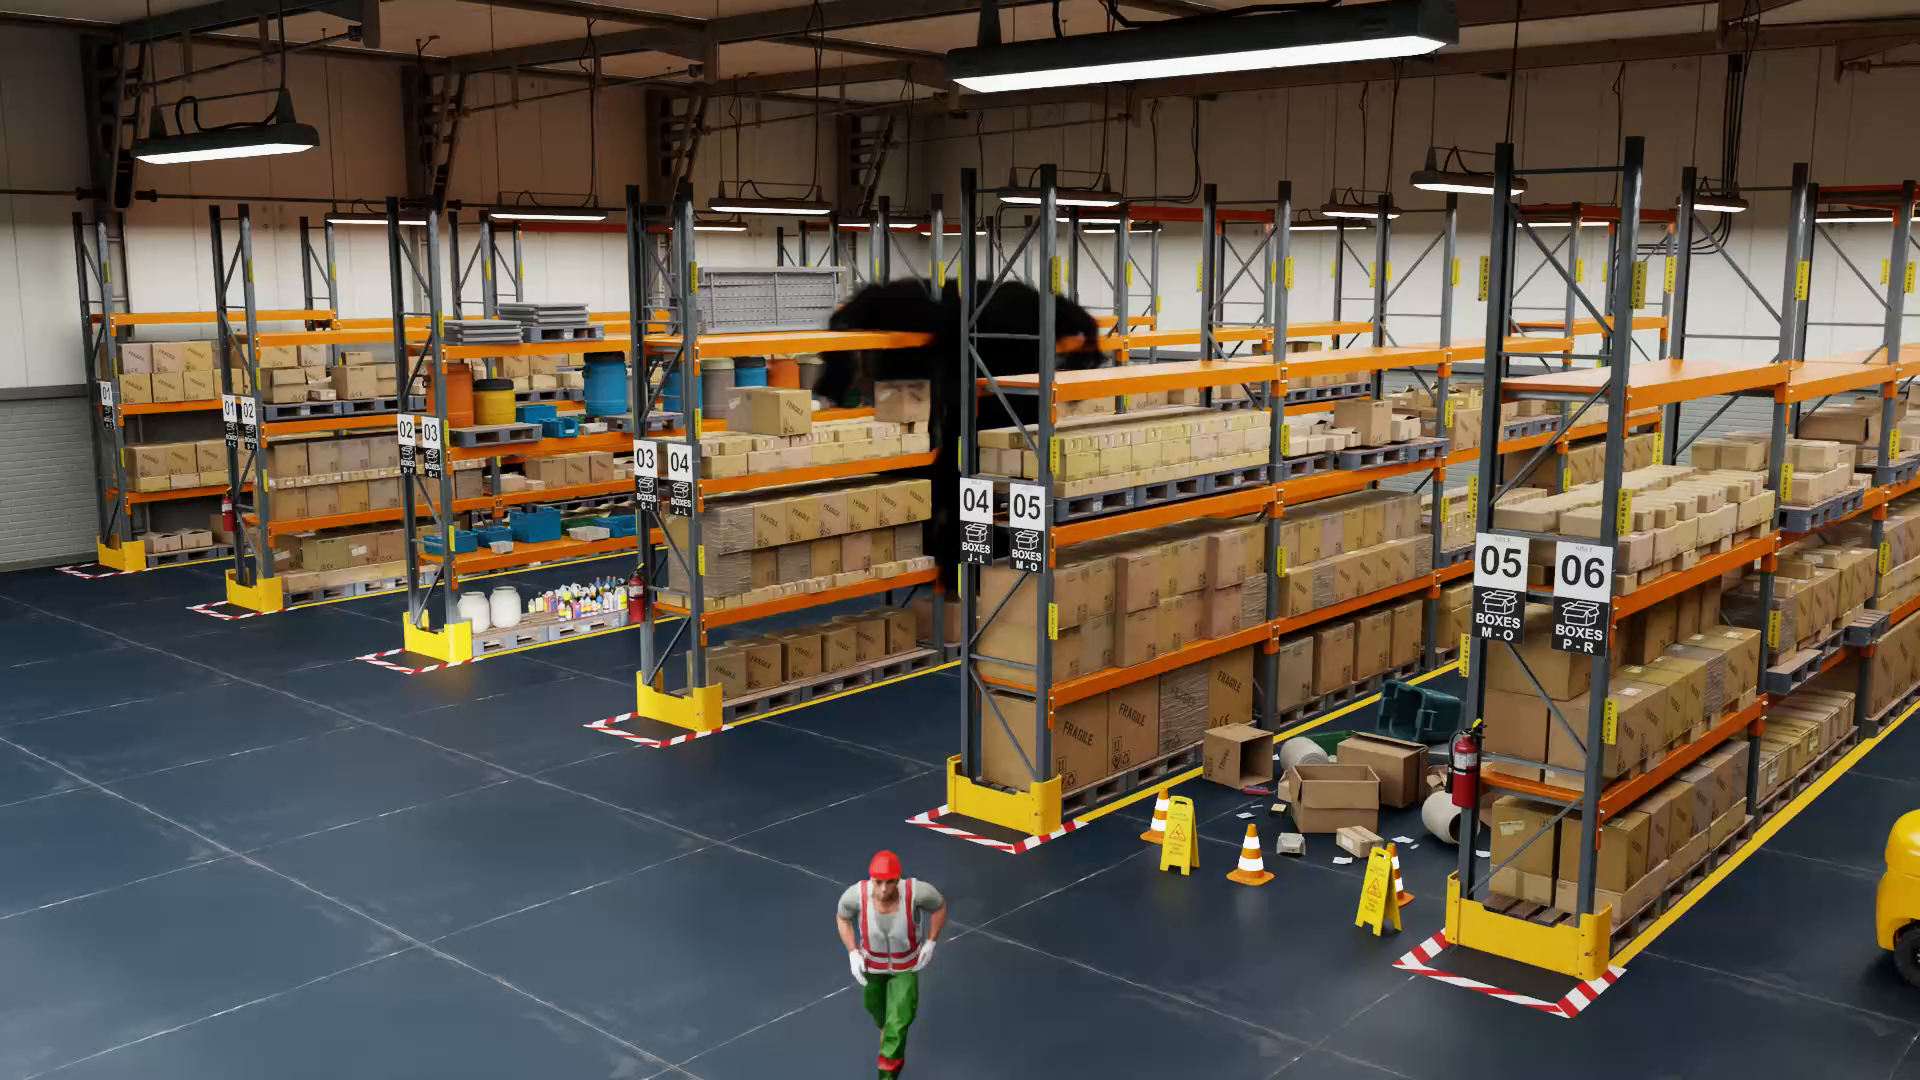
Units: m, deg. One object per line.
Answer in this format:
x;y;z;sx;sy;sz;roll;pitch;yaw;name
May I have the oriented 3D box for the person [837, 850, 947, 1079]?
-0.423;2.633;10.357;0.677;1.700;1.021;0;9;-2;person
